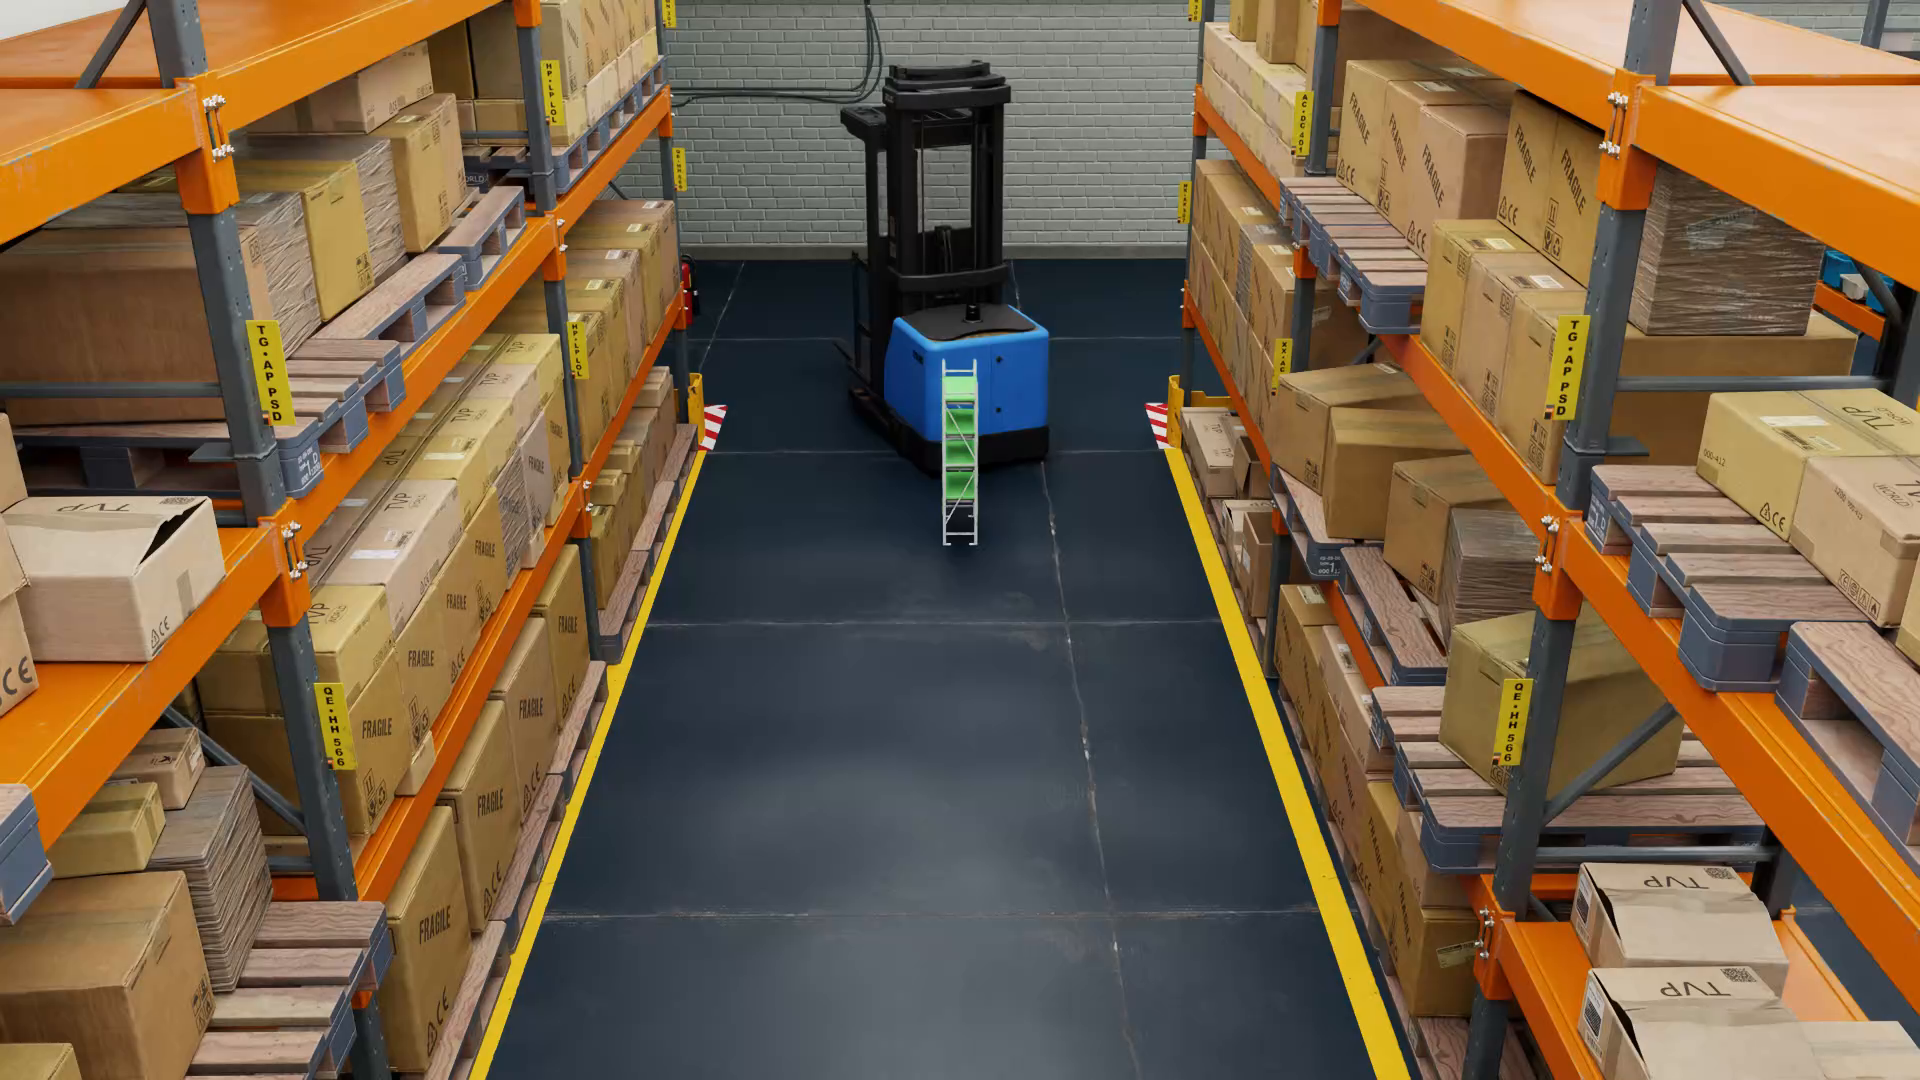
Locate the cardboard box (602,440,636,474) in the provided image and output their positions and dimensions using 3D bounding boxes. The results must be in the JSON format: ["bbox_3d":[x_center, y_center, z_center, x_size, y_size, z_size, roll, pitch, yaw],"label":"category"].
[{"bbox_3d":[-2.367,-0.552,11.067,0.380,0.149,0.250,-1,24,-2],"label":"cardboard box"}]

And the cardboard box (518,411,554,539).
[{"bbox_3d":[-2.361,-0.329,8.331,0.500,0.500,0.500,0,24,0],"label":"cardboard box"}]

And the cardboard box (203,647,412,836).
[{"bbox_3d":[-2.340,0.719,6.015,0.500,0.500,0.500,0,24,1],"label":"cardboard box"}]

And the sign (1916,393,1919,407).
[{"bbox_3d":[2.918,-0.551,4.965,0.100,0.325,0.005,0,24,-1],"label":"sign"}]

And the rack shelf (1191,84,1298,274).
[{"bbox_3d":[2.298,-2.425,10.705,1.077,0.370,4.000,0,24,-1],"label":"rack shelf"}]

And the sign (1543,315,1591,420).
[{"bbox_3d":[1.820,-0.514,4.980,0.100,0.325,0.005,0,24,-1],"label":"sign"}]

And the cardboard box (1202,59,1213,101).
[{"bbox_3d":[2.027,-3.296,11.939,0.500,0.250,0.500,0,24,-1],"label":"cardboard box"}]

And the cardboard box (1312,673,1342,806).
[{"bbox_3d":[2.096,1.003,8.393,0.500,0.500,0.500,0,24,0],"label":"cardboard box"}]

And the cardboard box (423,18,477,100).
[{"bbox_3d":[-2.875,-2.702,9.085,0.500,0.500,0.500,0,24,-1],"label":"cardboard box"}]

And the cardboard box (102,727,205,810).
[{"bbox_3d":[-2.557,0.711,5.097,0.380,0.149,0.250,-3,25,-7],"label":"cardboard box"}]

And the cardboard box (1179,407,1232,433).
[{"bbox_3d":[1.937,-0.938,13.109,0.380,0.149,0.250,0,24,-1],"label":"cardboard box"}]

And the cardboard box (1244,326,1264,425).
[{"bbox_3d":[2.050,-1.025,10.255,0.500,0.500,0.500,0,24,1],"label":"cardboard box"}]

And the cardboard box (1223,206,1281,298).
[{"bbox_3d":[2.037,-1.896,10.968,0.500,0.500,0.500,0,24,-1],"label":"cardboard box"}]

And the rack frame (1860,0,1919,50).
[{"bbox_3d":[7.229,-4.964,11.807,1.000,3.000,0.127,0,24,-1],"label":"rack frame"}]

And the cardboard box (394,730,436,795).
[{"bbox_3d":[-2.275,0.865,6.478,0.380,0.149,0.250,0,24,1],"label":"cardboard box"}]

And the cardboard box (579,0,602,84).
[{"bbox_3d":[-2.373,-2.922,9.572,0.500,0.500,0.500,-1,24,-2],"label":"cardboard box"}]

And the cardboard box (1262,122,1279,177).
[{"bbox_3d":[2.053,-2.266,9.661,0.500,0.250,0.500,0,24,-1],"label":"cardboard box"}]

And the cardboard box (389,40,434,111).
[{"bbox_3d":[-2.756,-2.129,7.613,0.500,0.250,0.500,1,24,3],"label":"cardboard box"}]

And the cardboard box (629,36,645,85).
[{"bbox_3d":[-2.397,-3.207,11.111,0.500,0.250,0.500,-1,24,-3],"label":"cardboard box"}]

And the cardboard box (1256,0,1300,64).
[{"bbox_3d":[2.243,-3.248,10.317,0.700,0.500,0.500,0,24,-1],"label":"cardboard box"}]

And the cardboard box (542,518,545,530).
[{"bbox_3d":[-2.363,-0.084,8.576,0.380,0.149,0.250,0,24,1],"label":"cardboard box"}]

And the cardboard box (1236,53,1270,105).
[{"bbox_3d":[2.033,-2.905,10.469,0.500,0.250,0.500,0,24,-1],"label":"cardboard box"}]

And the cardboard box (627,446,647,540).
[{"bbox_3d":[-2.545,-0.318,11.336,0.700,0.500,0.500,0,24,1],"label":"cardboard box"}]

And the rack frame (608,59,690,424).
[{"bbox_3d":[-2.678,-2.186,12.944,1.000,3.000,0.127,0,24,-1],"label":"rack frame"}]

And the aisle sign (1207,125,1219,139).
[{"bbox_3d":[1.981,-3.422,12.520,0.394,0.787,0.004,0,24,-1],"label":"aisle sign"}]

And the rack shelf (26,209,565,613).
[{"bbox_3d":[-2.612,-0.753,7.008,1.077,0.370,4.000,0,24,-1],"label":"rack shelf"}]

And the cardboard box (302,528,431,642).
[{"bbox_3d":[-2.344,0.168,6.321,0.500,0.250,0.500,-1,24,-1],"label":"cardboard box"}]

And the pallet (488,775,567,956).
[{"bbox_3d":[-2.534,1.554,8.058,1.003,0.211,1.213,0,24,-1],"label":"pallet"}]

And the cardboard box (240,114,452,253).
[{"bbox_3d":[-2.663,-1.559,7.261,0.700,0.500,0.500,-1,24,-2],"label":"cardboard box"}]

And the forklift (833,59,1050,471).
[{"bbox_3d":[-0.306,-2.445,13.600,1.130,2.935,3.031,-9,26,-19],"label":"forklift"}]

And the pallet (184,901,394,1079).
[{"bbox_3d":[-2.476,1.491,5.047,1.213,0.211,1.003,0,24,-1],"label":"pallet"}]

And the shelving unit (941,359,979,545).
[{"bbox_3d":[-0.002,-0.615,11.654,0.258,1.200,0.503,0,24,-1],"label":"shelving unit"}]

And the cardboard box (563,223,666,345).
[{"bbox_3d":[-2.643,-1.813,11.755,0.980,0.700,0.700,0,24,-1],"label":"cardboard box"}]

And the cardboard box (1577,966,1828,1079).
[{"bbox_3d":[2.179,1.496,4.910,0.500,0.311,0.500,-1,24,-1],"label":"cardboard box"}]

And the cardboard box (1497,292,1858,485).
[{"bbox_3d":[2.325,-0.506,5.467,0.910,0.500,0.500,0,24,-1],"label":"cardboard box"}]

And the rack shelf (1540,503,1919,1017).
[{"bbox_3d":[2.385,0.871,3.416,1.077,0.370,4.000,0,24,-1],"label":"rack shelf"}]

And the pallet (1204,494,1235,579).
[{"bbox_3d":[2.297,-0.078,11.667,1.003,0.211,1.213,0,24,-1],"label":"pallet"}]

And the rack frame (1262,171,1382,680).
[{"bbox_3d":[2.319,-0.562,9.353,1.000,3.000,0.127,0,24,-1],"label":"rack frame"}]

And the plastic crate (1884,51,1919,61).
[{"bbox_3d":[6.954,-3.378,12.098,0.497,0.269,0.590,0,24,-1],"label":"plastic crate"}]

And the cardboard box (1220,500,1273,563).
[{"bbox_3d":[2.021,-0.080,11.016,0.500,0.311,0.500,0,24,-1],"label":"cardboard box"}]

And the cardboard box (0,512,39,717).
[{"bbox_3d":[-2.669,0.222,3.830,0.797,0.503,0.637,3,25,7],"label":"cardboard box"}]

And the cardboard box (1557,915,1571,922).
[{"bbox_3d":[2.644,1.836,6.550,0.500,0.500,0.500,1,24,2],"label":"cardboard box"}]

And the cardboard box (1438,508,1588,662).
[{"bbox_3d":[2.424,0.213,7.009,0.700,0.500,0.500,4,25,9],"label":"cardboard box"}]

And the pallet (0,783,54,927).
[{"bbox_3d":[-2.461,0.795,2.940,1.213,0.211,1.003,0,24,-1],"label":"pallet"}]

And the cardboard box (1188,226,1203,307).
[{"bbox_3d":[2.017,-2.072,12.569,0.500,0.500,0.500,0,24,1],"label":"cardboard box"}]

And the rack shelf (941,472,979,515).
[{"bbox_3d":[-0.002,-0.338,11.779,0.258,0.148,0.480,0,24,-1],"label":"rack shelf"}]

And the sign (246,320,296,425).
[{"bbox_3d":[-2.048,-0.494,4.934,0.100,0.325,0.005,0,24,-1],"label":"sign"}]

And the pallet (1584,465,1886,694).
[{"bbox_3d":[2.460,0.085,4.512,1.213,0.211,1.003,1,24,2],"label":"pallet"}]

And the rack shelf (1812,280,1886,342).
[{"bbox_3d":[7.251,-1.079,11.369,1.077,0.370,4.000,0,24,-1],"label":"rack shelf"}]

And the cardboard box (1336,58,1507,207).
[{"bbox_3d":[2.251,-2.003,8.147,0.600,0.600,0.600,-3,24,-6],"label":"cardboard box"}]
